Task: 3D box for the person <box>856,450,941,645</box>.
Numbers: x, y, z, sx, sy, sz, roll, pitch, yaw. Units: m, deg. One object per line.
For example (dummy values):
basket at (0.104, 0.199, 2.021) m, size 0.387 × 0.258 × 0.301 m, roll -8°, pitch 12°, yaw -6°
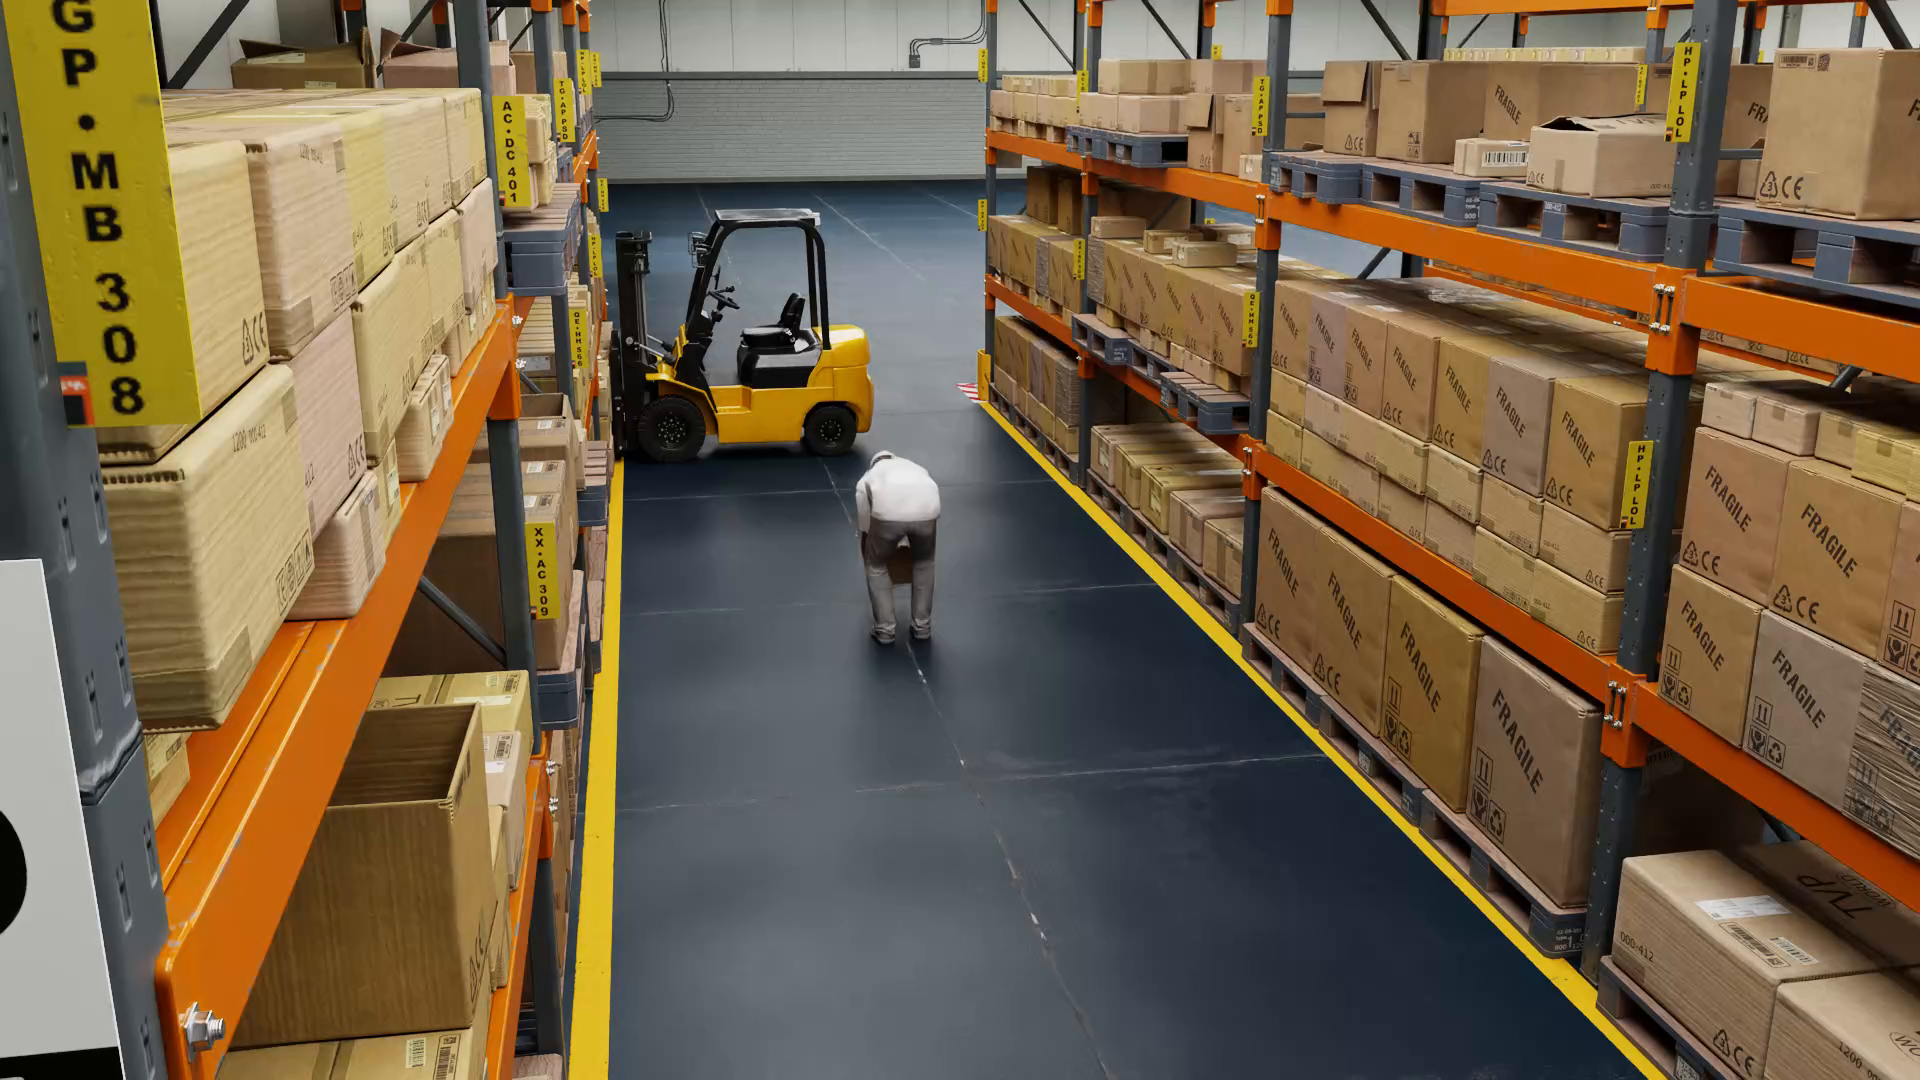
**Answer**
person at (-0.412, 0.026, 10.593) m, size 0.477 × 1.096 × 0.981 m, roll -4°, pitch 17°, yaw -13°
